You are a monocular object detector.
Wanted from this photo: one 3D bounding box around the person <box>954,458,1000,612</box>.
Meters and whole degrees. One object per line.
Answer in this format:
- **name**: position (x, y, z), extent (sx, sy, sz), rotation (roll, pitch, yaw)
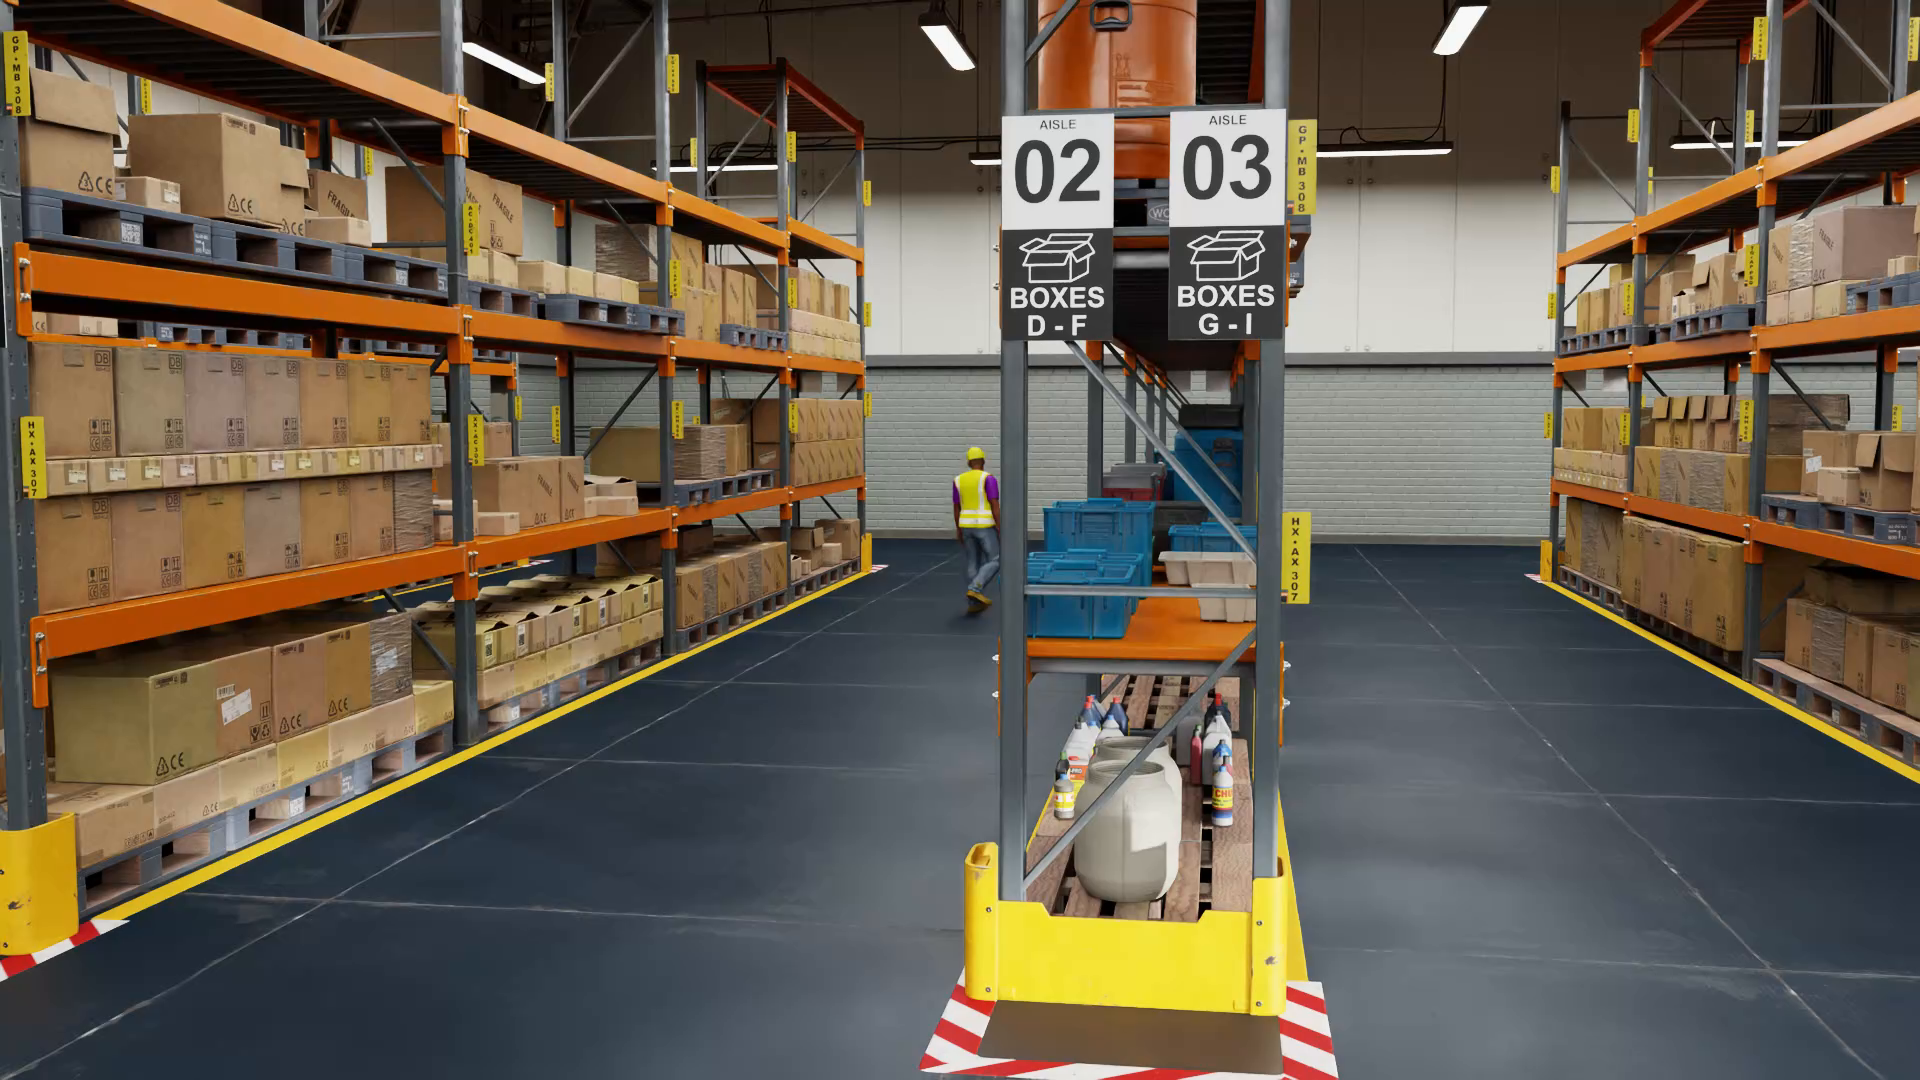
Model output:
- **person**: position (12.083, -3.845, 19.262), extent (17.705, 9.000, 17.581), rotation (3, 6, 36)
